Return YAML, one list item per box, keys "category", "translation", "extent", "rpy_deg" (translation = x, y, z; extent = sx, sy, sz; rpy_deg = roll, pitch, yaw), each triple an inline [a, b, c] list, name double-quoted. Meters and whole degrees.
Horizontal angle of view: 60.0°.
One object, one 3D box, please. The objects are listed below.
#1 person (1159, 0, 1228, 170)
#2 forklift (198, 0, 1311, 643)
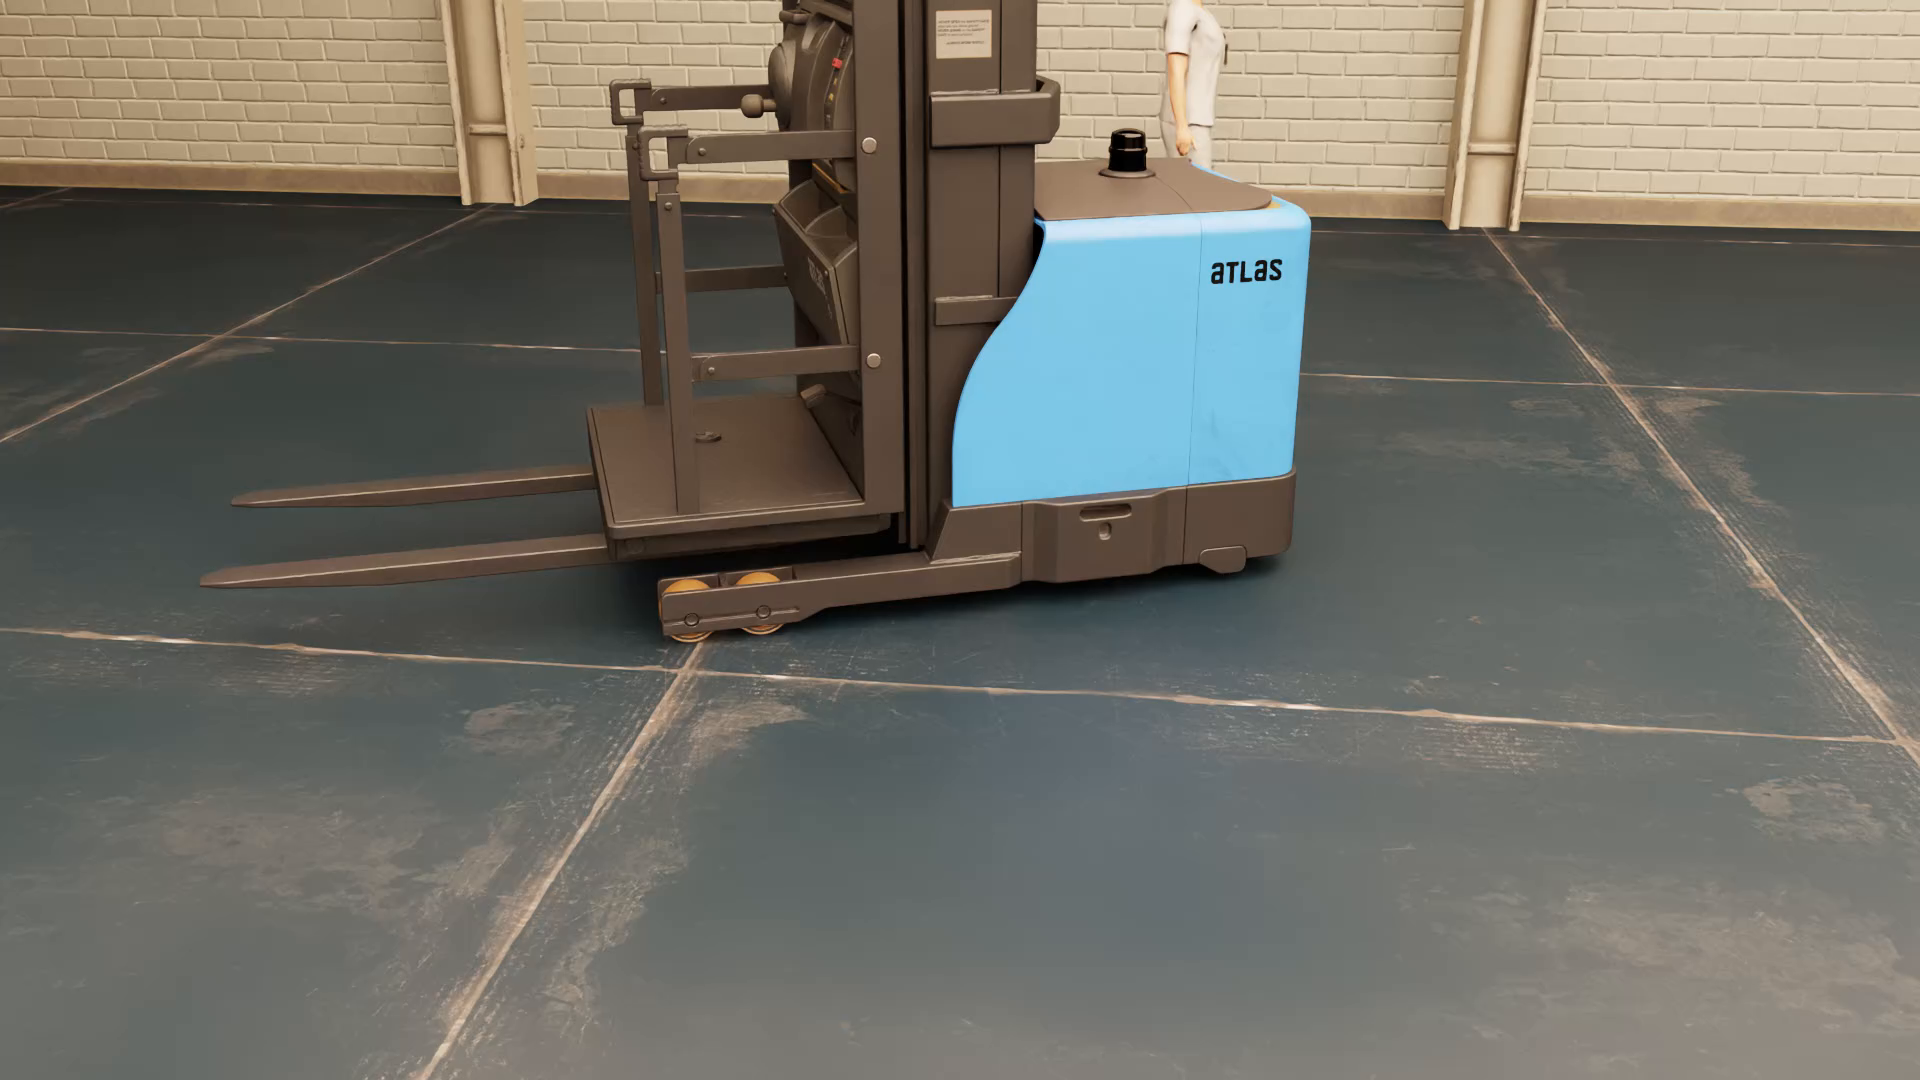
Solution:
- category: "person"
  translation: [1.075, -1.898, 7.653]
  extent: [0.400, 1.673, 0.528]
  rpy_deg: [4, 22, 9]
- category: "forklift"
  translation: [-0.588, -1.301, 4.485]
  extent: [3.031, 2.935, 1.130]
  rpy_deg: [-6, 23, -14]
